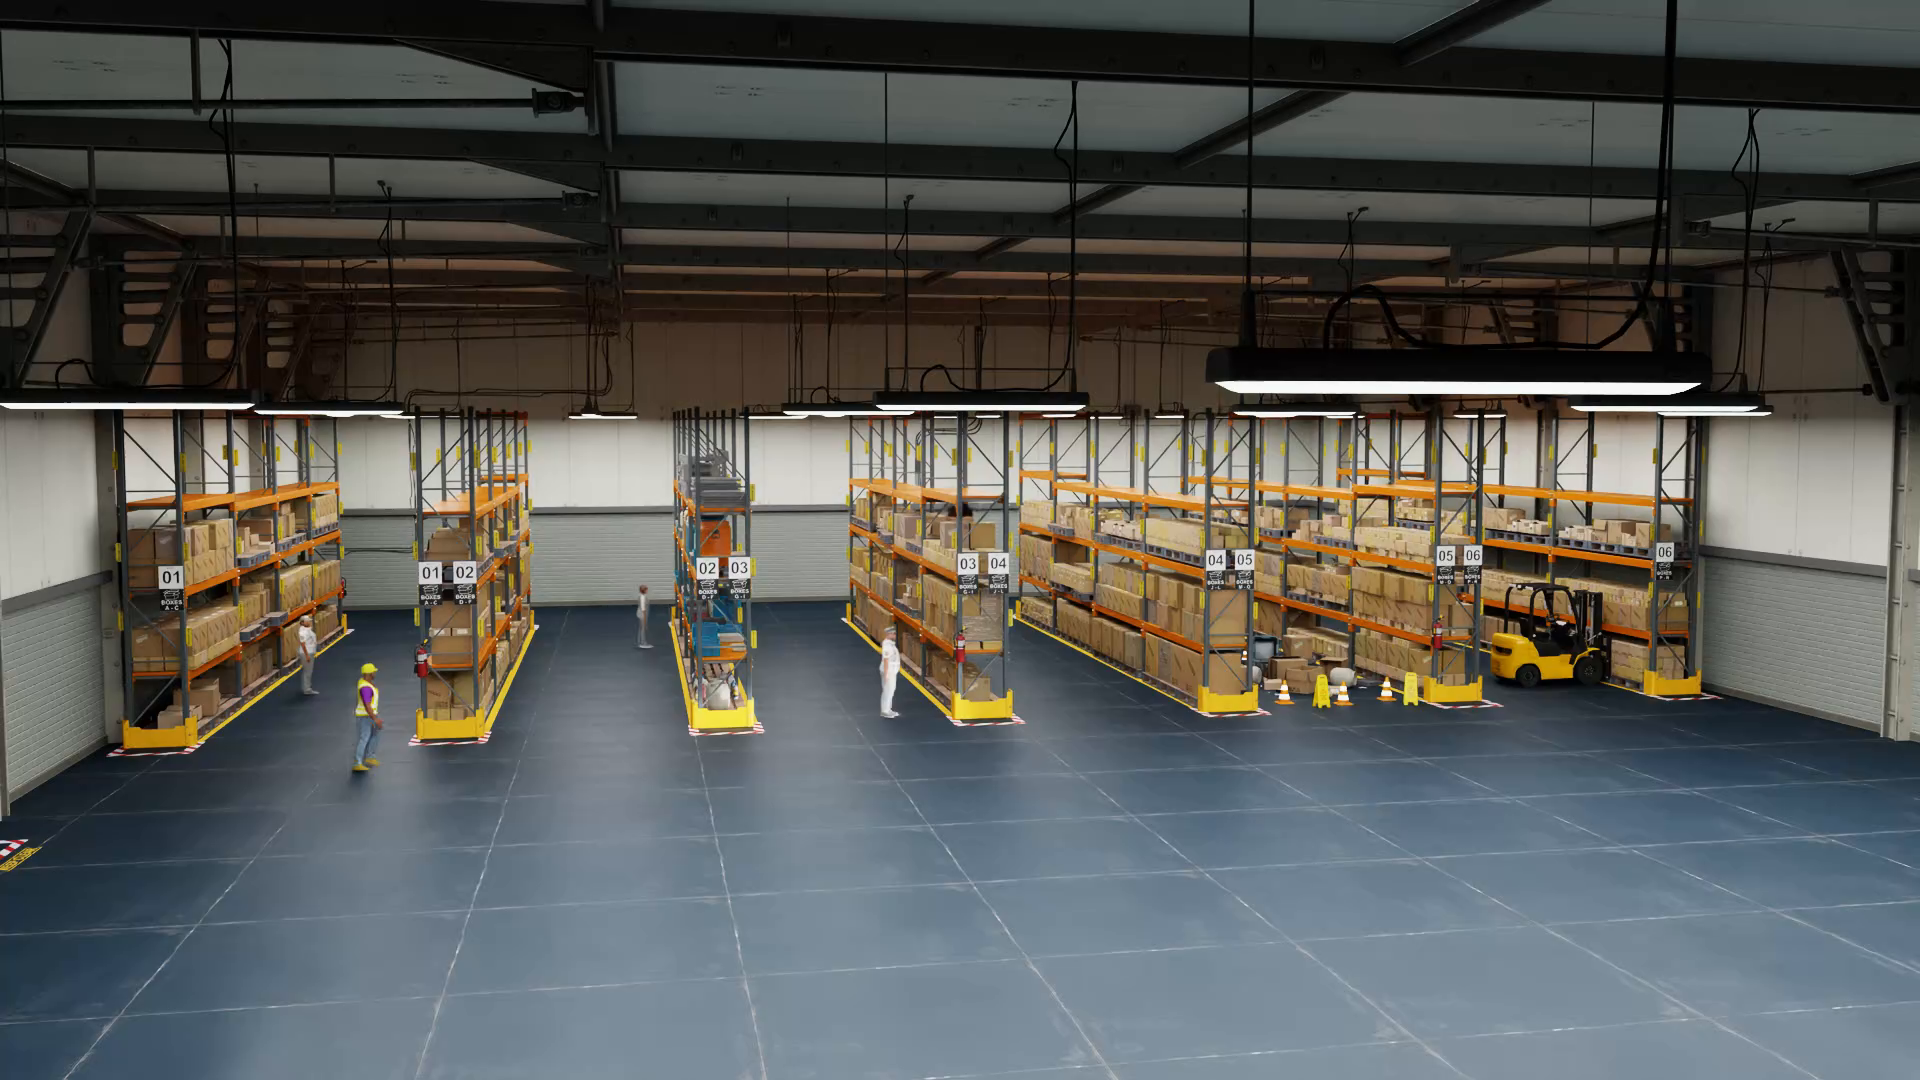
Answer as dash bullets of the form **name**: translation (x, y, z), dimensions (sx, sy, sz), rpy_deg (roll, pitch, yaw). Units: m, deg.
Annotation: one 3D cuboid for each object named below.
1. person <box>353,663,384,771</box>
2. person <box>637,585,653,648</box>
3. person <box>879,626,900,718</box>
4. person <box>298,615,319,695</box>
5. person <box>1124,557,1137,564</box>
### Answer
- **person**: translation (-9.751, 2.919, 27.458), dimensions (0.526, 1.800, 0.711), rpy_deg (-1, 4, -11)
- **person**: translation (-7.987, 1.926, 41.993), dimensions (0.322, 1.599, 0.480), rpy_deg (-1, 4, -16)
- **person**: translation (-1.362, 2.550, 32.223), dimensions (0.404, 1.773, 0.647), rpy_deg (0, 4, 3)
- **person**: translation (-13.680, 2.426, 34.931), dimensions (0.410, 1.699, 0.524), rpy_deg (-2, 4, -23)
- **person**: translation (5.334, 1.159, 52.424), dimensions (0.538, 1.695, 0.450), rpy_deg (-3, 5, -36)
